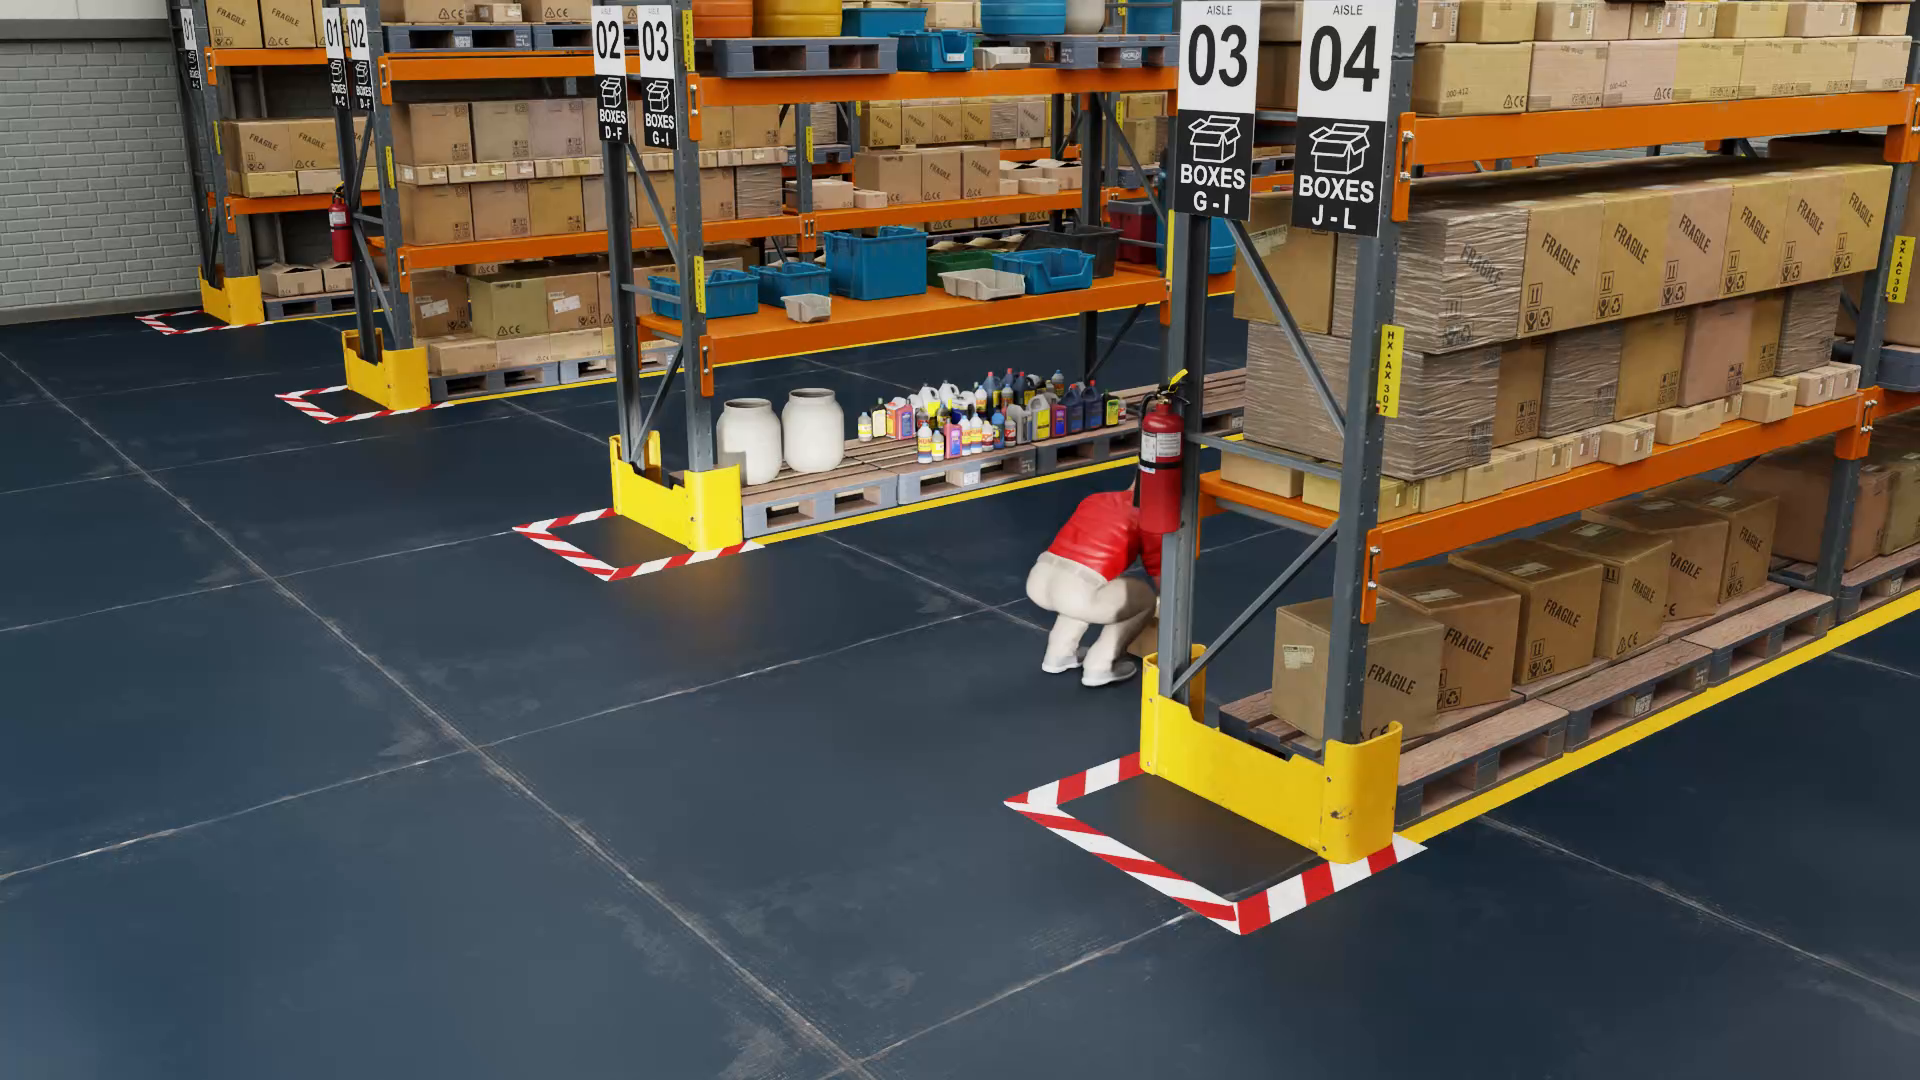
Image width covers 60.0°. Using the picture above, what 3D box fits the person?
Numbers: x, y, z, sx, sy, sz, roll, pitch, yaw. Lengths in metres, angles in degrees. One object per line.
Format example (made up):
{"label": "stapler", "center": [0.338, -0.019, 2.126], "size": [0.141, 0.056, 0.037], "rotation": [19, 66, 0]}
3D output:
{"label": "person", "center": [0.712, 0.190, 8.280], "size": [0.879, 0.949, 0.559], "rotation": [-13, 22, -36]}
